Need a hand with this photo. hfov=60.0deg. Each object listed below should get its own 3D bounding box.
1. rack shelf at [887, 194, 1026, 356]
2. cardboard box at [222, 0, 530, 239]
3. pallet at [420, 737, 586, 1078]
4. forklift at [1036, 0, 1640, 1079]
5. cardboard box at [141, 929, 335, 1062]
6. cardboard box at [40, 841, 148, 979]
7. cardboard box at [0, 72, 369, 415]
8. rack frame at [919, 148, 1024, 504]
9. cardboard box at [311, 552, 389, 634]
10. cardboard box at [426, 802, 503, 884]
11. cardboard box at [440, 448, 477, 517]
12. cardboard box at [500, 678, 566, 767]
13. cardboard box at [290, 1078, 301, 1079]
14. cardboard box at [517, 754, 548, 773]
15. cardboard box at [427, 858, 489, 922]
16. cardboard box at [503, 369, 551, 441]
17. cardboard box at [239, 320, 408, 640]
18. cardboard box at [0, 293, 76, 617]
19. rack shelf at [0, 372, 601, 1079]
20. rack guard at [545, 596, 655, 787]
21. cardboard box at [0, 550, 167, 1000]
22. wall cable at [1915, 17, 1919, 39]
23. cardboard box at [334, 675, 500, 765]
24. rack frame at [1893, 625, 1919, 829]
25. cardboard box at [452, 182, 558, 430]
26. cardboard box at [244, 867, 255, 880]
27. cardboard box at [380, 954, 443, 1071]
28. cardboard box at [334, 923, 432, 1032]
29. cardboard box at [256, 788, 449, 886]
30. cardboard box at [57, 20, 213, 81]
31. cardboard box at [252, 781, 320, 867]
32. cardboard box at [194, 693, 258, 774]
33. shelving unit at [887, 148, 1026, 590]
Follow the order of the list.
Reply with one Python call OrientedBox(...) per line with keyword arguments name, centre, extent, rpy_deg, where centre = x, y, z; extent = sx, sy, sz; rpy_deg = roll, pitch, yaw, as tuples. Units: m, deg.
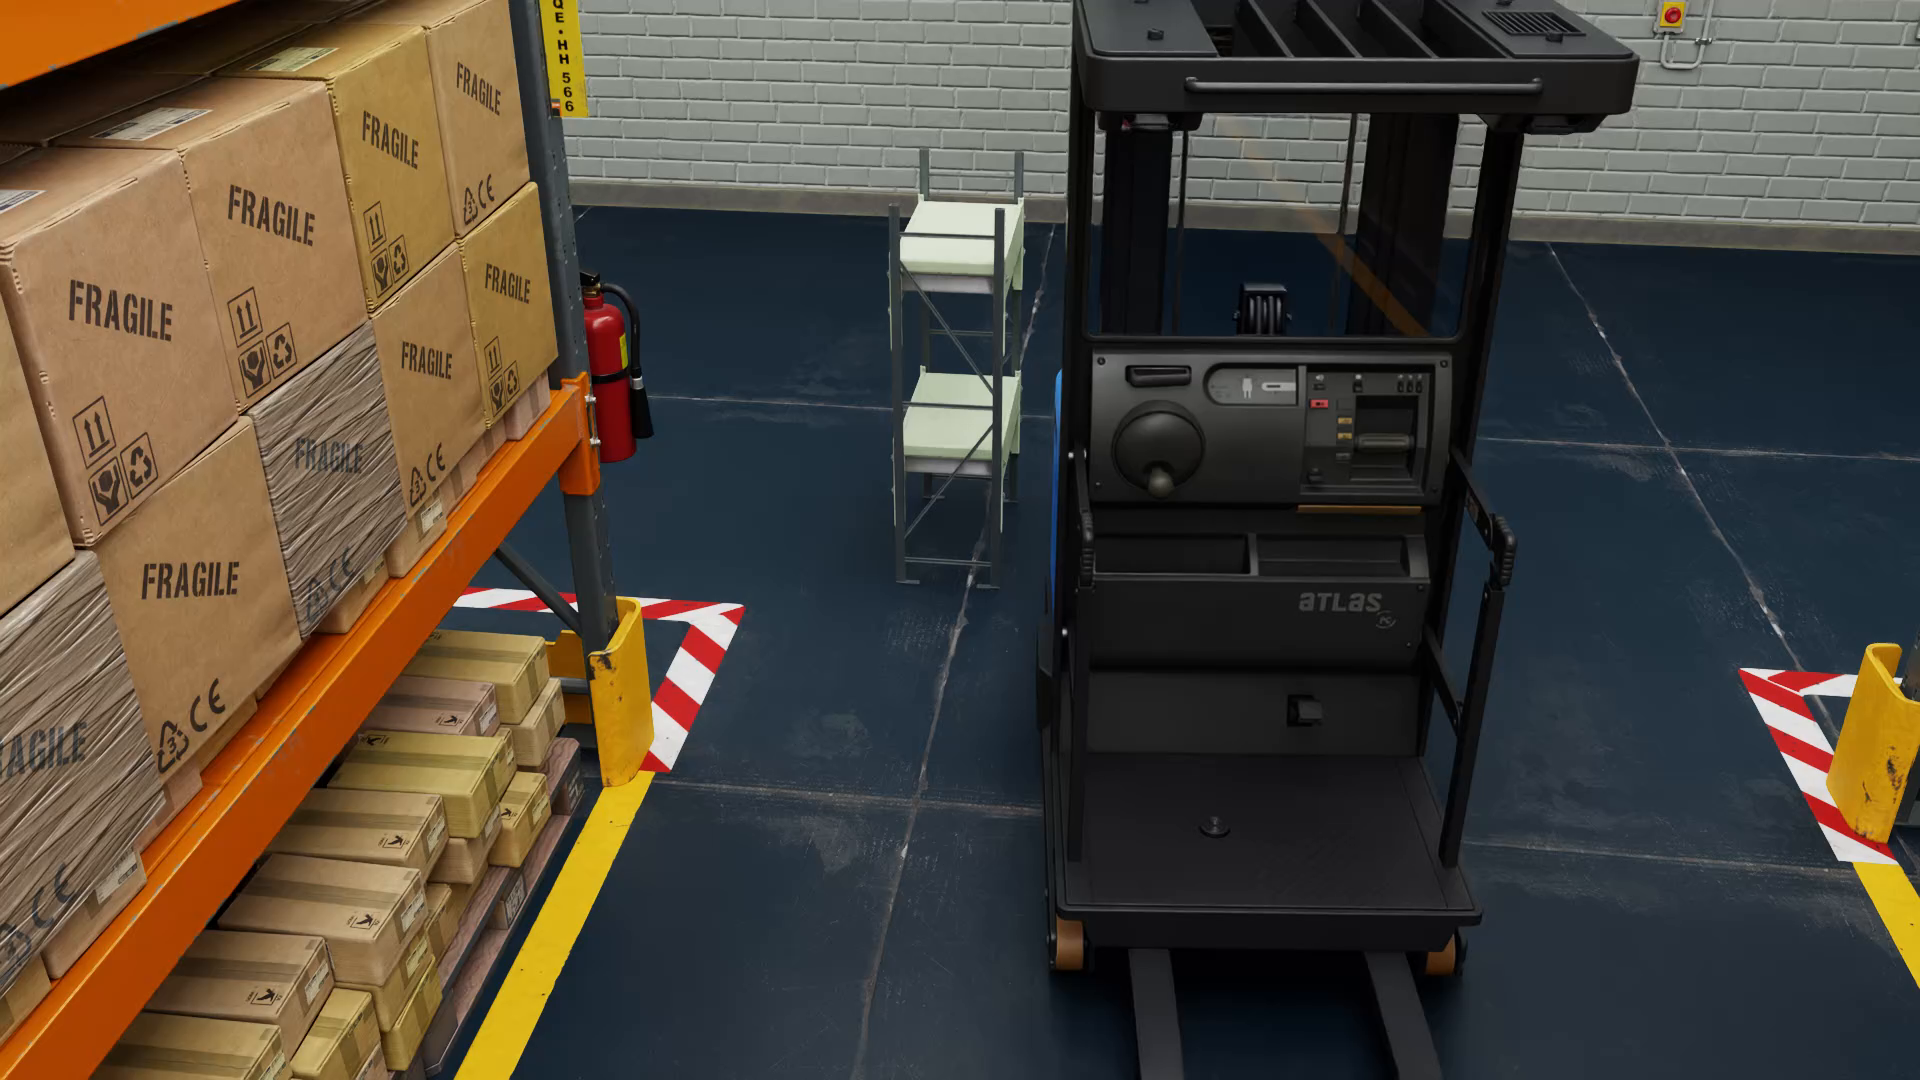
OrientedBox(name="rack shelf", centre=(-0.001, -1.001, 6.203), extent=(0.431, 0.370, 0.720), rpy_deg=(3, 28, 6))
OrientedBox(name="cardboard box", centre=(-1.411, -1.066, 4.094), extent=(0.500, 0.500, 0.500), rpy_deg=(3, 28, 5))
OrientedBox(name="pallet", centre=(-1.745, 0.963, 4.741), extent=(1.003, 0.211, 1.213), rpy_deg=(3, 28, 6))
OrientedBox(name="forklift", centre=(0.802, -0.253, 4.129), extent=(1.130, 2.935, 3.031), rpy_deg=(1, 28, 1))
OrientedBox(name="cardboard box", centre=(-1.623, 1.001, 3.665), extent=(0.380, 0.149, 0.250), rpy_deg=(2, 28, 4))
OrientedBox(name="cardboard box", centre=(-1.619, 0.575, 2.784), extent=(0.380, 0.149, 0.250), rpy_deg=(5, 29, 8))
OrientedBox(name="cardboard box", centre=(-1.527, -0.583, 3.196), extent=(0.500, 0.500, 0.500), rpy_deg=(5, 29, 9))
OrientedBox(name="rack frame", centre=(0.044, -0.829, 6.708), extent=(0.400, 1.500, 0.023), rpy_deg=(3, 28, 6))
OrientedBox(name="cardboard box", centre=(-1.514, 0.077, 3.709), extent=(0.380, 0.149, 0.250), rpy_deg=(2, 28, 4))
OrientedBox(name="cardboard box", centre=(-1.445, 0.768, 4.412), extent=(0.380, 0.149, 0.250), rpy_deg=(2, 28, 4))
OrientedBox(name="cardboard box", centre=(-1.444, -0.167, 4.162), extent=(0.380, 0.149, 0.250), rpy_deg=(3, 28, 6))
OrientedBox(name="cardboard box", centre=(-1.383, 0.523, 4.866), extent=(0.380, 0.149, 0.250), rpy_deg=(3, 28, 5))
OrientedBox(name="cardboard box", centre=(-1.551, 1.263, 3.492), extent=(0.380, 0.149, 0.250), rpy_deg=(4, 29, 7))
OrientedBox(name="cardboard box", centre=(-1.459, 0.649, 4.946), extent=(0.380, 0.149, 0.250), rpy_deg=(4, 29, 7))
OrientedBox(name="cardboard box", centre=(-1.508, 0.895, 4.489), extent=(0.380, 0.149, 0.250), rpy_deg=(3, 28, 6))
OrientedBox(name="cardboard box", centre=(-1.361, -0.401, 4.596), extent=(0.380, 0.149, 0.250), rpy_deg=(3, 28, 6))
OrientedBox(name="cardboard box", centre=(-1.522, -0.148, 3.444), extent=(0.500, 0.500, 0.500), rpy_deg=(3, 29, 6))
OrientedBox(name="cardboard box", centre=(-1.653, -0.092, 2.285), extent=(0.500, 0.500, 0.500), rpy_deg=(4, 29, 7))
OrientedBox(name="rack shelf", centre=(-1.846, 0.577, 3.275), extent=(1.077, 0.370, 4.000), rpy_deg=(3, 28, 6))
OrientedBox(name="rack guard", centre=(-1.611, 0.455, 5.378), extent=(1.175, 0.500, 0.348), rpy_deg=(3, 28, 6))
OrientedBox(name="cardboard box", centre=(-1.630, 0.340, 2.537), extent=(0.500, 0.500, 0.500), rpy_deg=(3, 28, 5))
OrientedBox(name="wall cable", centre=(5.401, -3.467, 8.951), extent=(0.588, 1.984, 0.122), rpy_deg=(3, 28, 6))
OrientedBox(name="cardboard box", centre=(-1.502, 0.506, 4.584), extent=(0.380, 0.149, 0.250), rpy_deg=(4, 29, 7))
OrientedBox(name="rack frame", centre=(3.324, -0.441, 4.406), extent=(1.000, 3.000, 0.127), rpy_deg=(3, 28, 6))
OrientedBox(name="cardboard box", centre=(-1.401, -0.630, 4.337), extent=(0.500, 0.500, 0.500), rpy_deg=(4, 29, 7))
OrientedBox(name="cardboard box", centre=(-1.958, 0.862, 4.550), extent=(0.380, 0.149, 0.250), rpy_deg=(4, 29, 7))
OrientedBox(name="cardboard box", centre=(-1.494, 1.136, 4.042), extent=(0.380, 0.149, 0.250), rpy_deg=(2, 28, 4))
OrientedBox(name="cardboard box", centre=(-1.495, 1.012, 3.958), extent=(0.380, 0.149, 0.250), rpy_deg=(4, 29, 7))
OrientedBox(name="cardboard box", centre=(-1.503, 0.754, 4.124), extent=(0.380, 0.149, 0.250), rpy_deg=(2, 28, 4))
OrientedBox(name="cardboard box", centre=(-1.975, -0.862, 3.715), extent=(0.500, 0.500, 0.500), rpy_deg=(4, 29, 8))
OrientedBox(name="cardboard box", centre=(-1.952, 0.736, 4.471), extent=(0.380, 0.149, 0.250), rpy_deg=(4, 29, 7))
OrientedBox(name="cardboard box", centre=(-1.622, 0.326, 3.246), extent=(0.380, 0.149, 0.250), rpy_deg=(4, 29, 7))
OrientedBox(name="shelving unit", centre=(-0.001, -0.657, 6.388), extent=(0.431, 1.500, 0.755), rpy_deg=(3, 28, 6))
